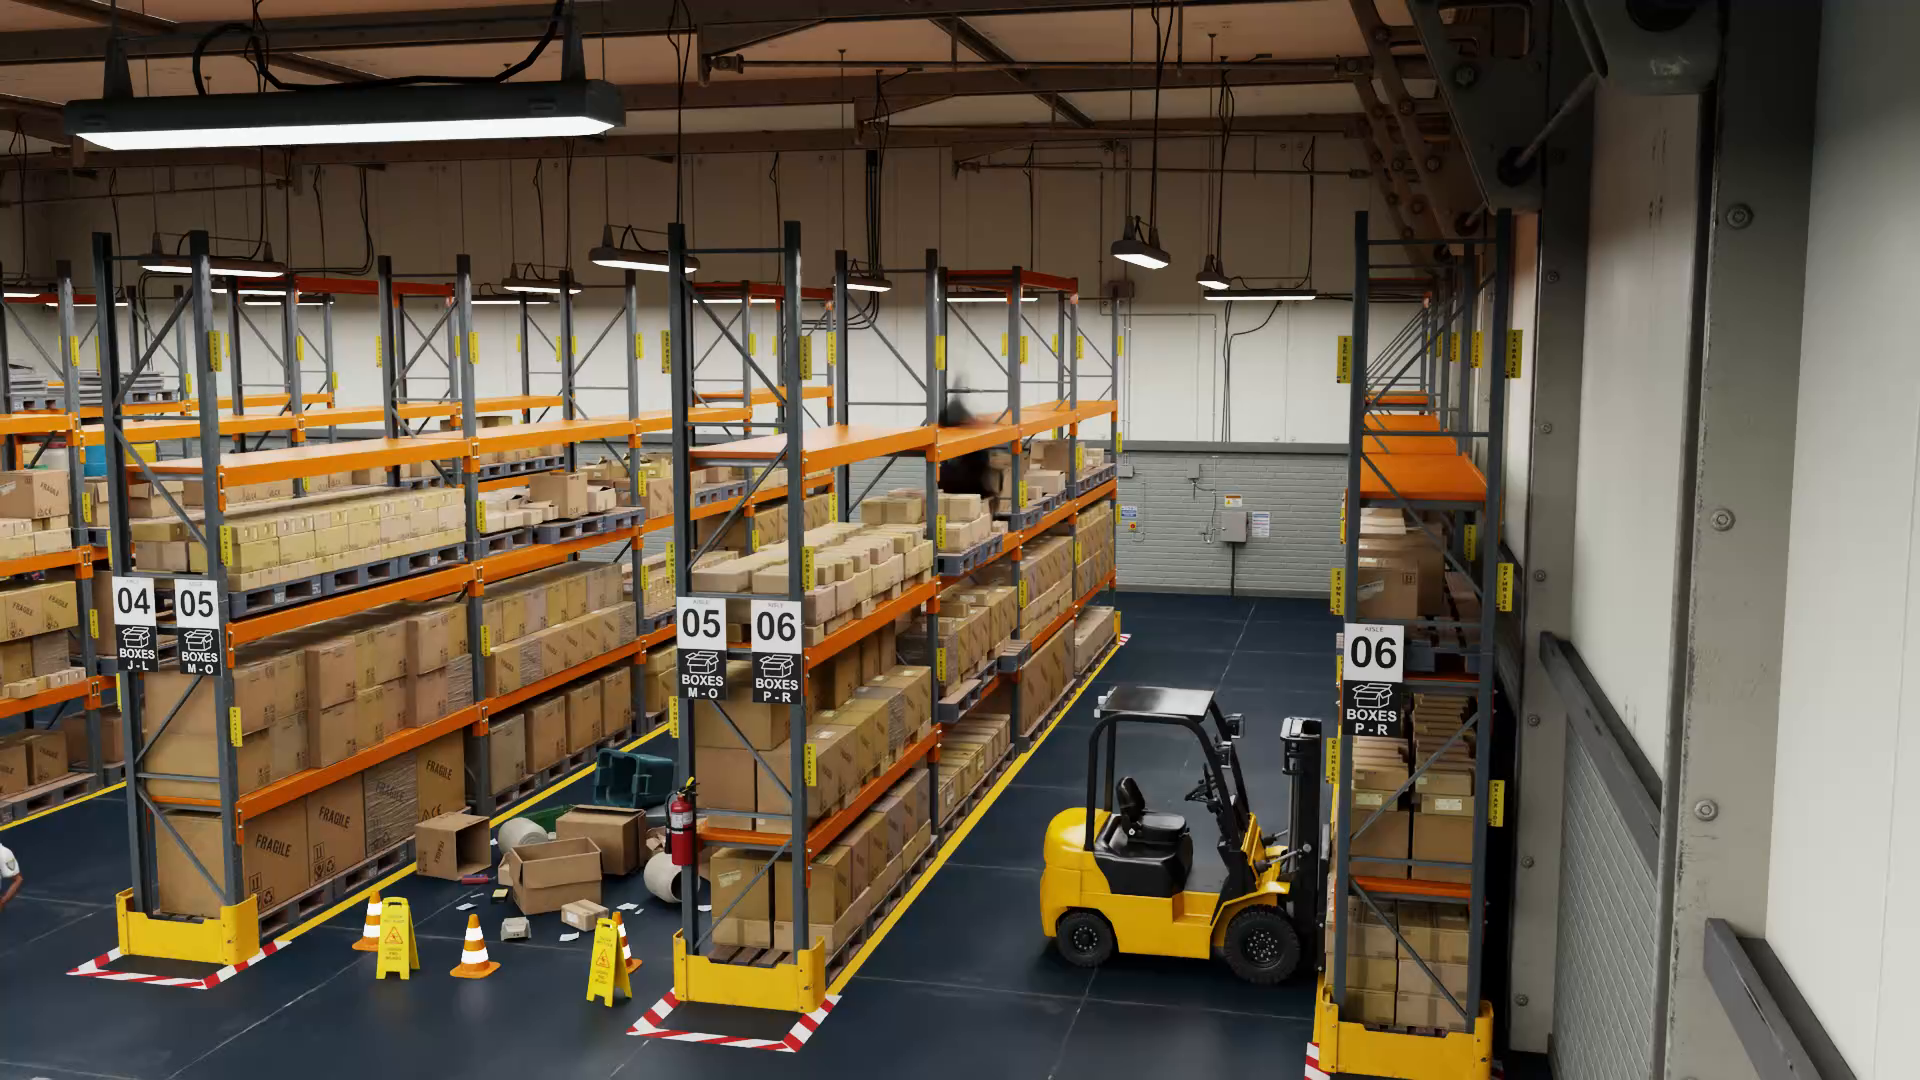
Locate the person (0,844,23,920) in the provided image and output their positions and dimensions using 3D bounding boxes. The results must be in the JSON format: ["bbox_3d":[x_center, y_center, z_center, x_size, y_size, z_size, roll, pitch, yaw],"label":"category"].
[{"bbox_3d":[-7.423,2.840,12.556,0.605,1.651,0.588,-2,7,-18],"label":"person"}]
